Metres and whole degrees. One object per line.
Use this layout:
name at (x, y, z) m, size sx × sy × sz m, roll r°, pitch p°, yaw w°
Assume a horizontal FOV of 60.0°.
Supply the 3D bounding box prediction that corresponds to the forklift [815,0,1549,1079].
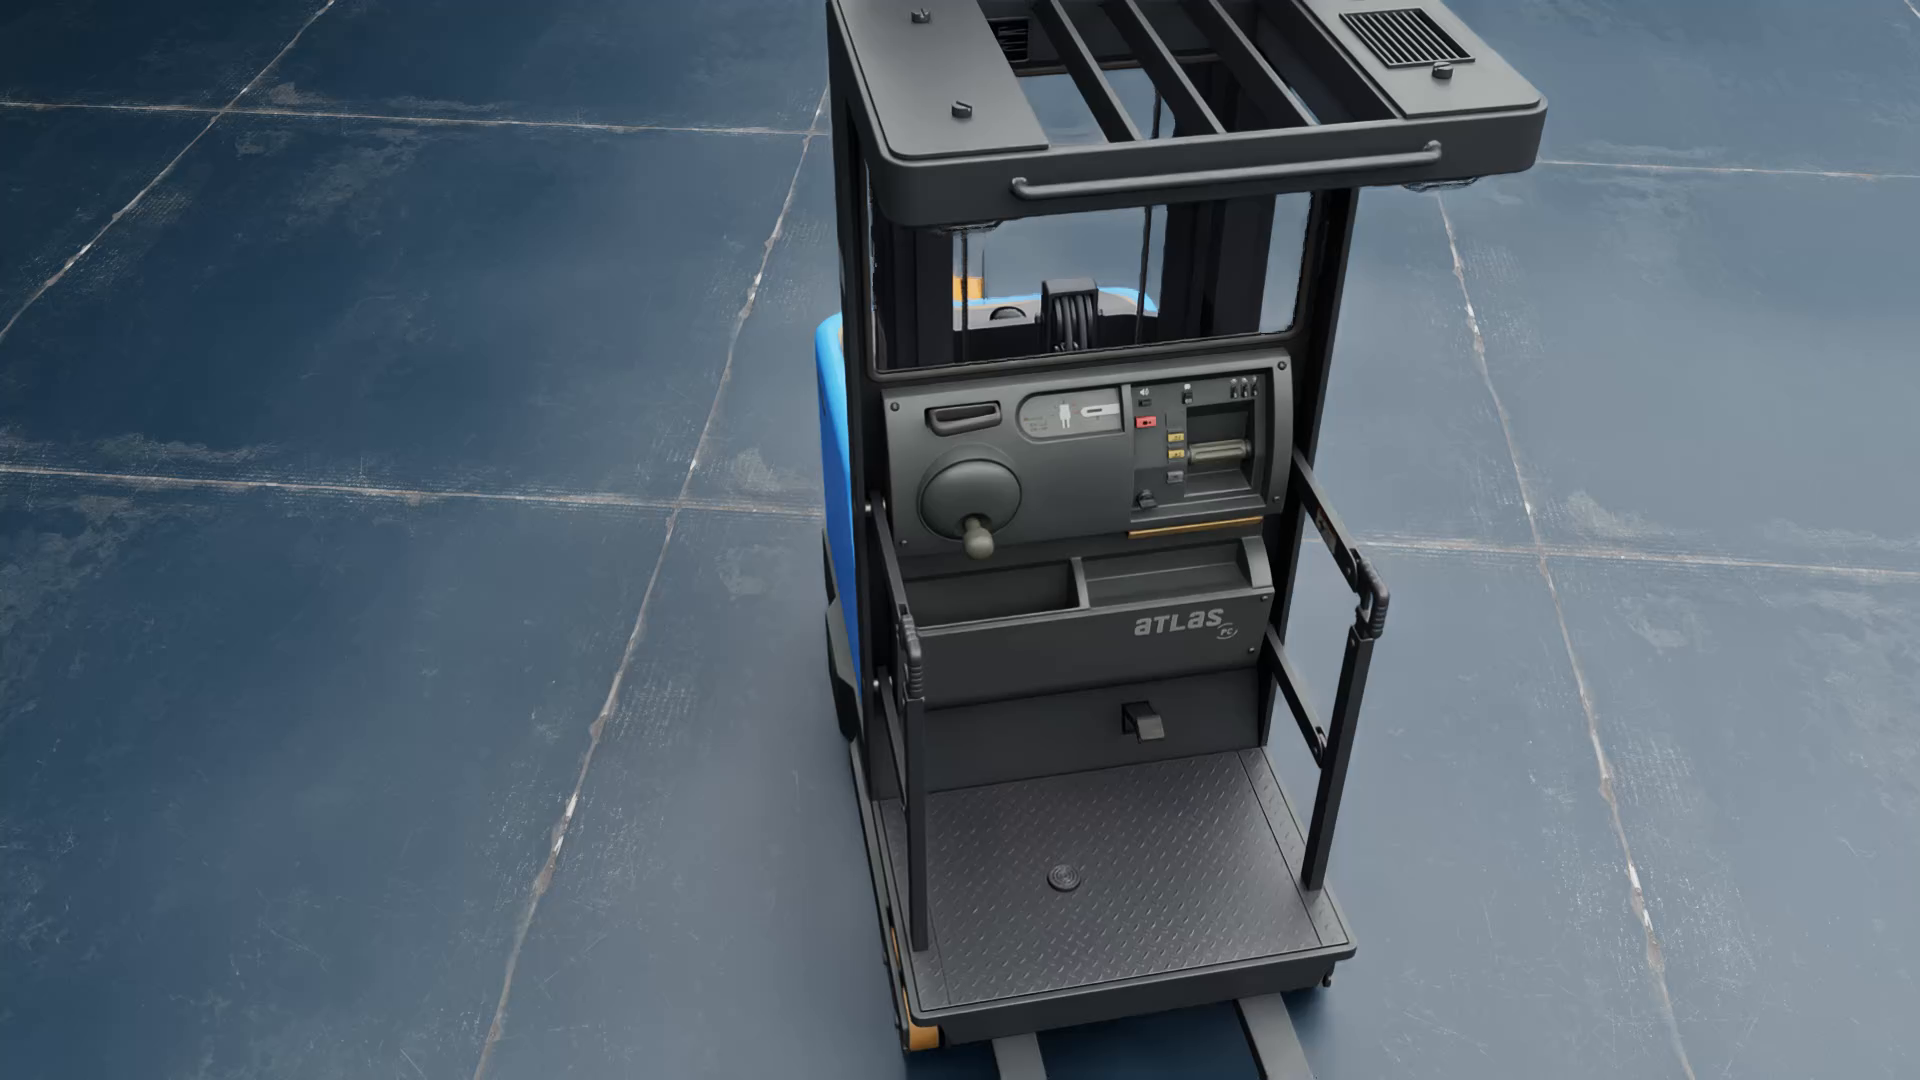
forklift at (0.337, -0.113, 3.568) m, size 1.130 × 2.935 × 3.031 m, roll -7°, pitch 40°, yaw -8°

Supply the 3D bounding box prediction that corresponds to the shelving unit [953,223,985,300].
shelving unit at (-0.019, -0.478, 5.386) m, size 0.189 × 1.200 × 0.258 m, roll 0°, pitch 39°, yaw 1°

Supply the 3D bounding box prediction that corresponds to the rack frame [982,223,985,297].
rack frame at (0.073, -0.477, 5.385) m, size 0.006 × 1.200 × 0.240 m, roll 0°, pitch 39°, yaw 1°

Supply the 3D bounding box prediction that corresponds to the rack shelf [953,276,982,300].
rack shelf at (-0.019, -0.723, 5.187) m, size 0.180 × 0.103 × 0.258 m, roll 0°, pitch 39°, yaw 1°
